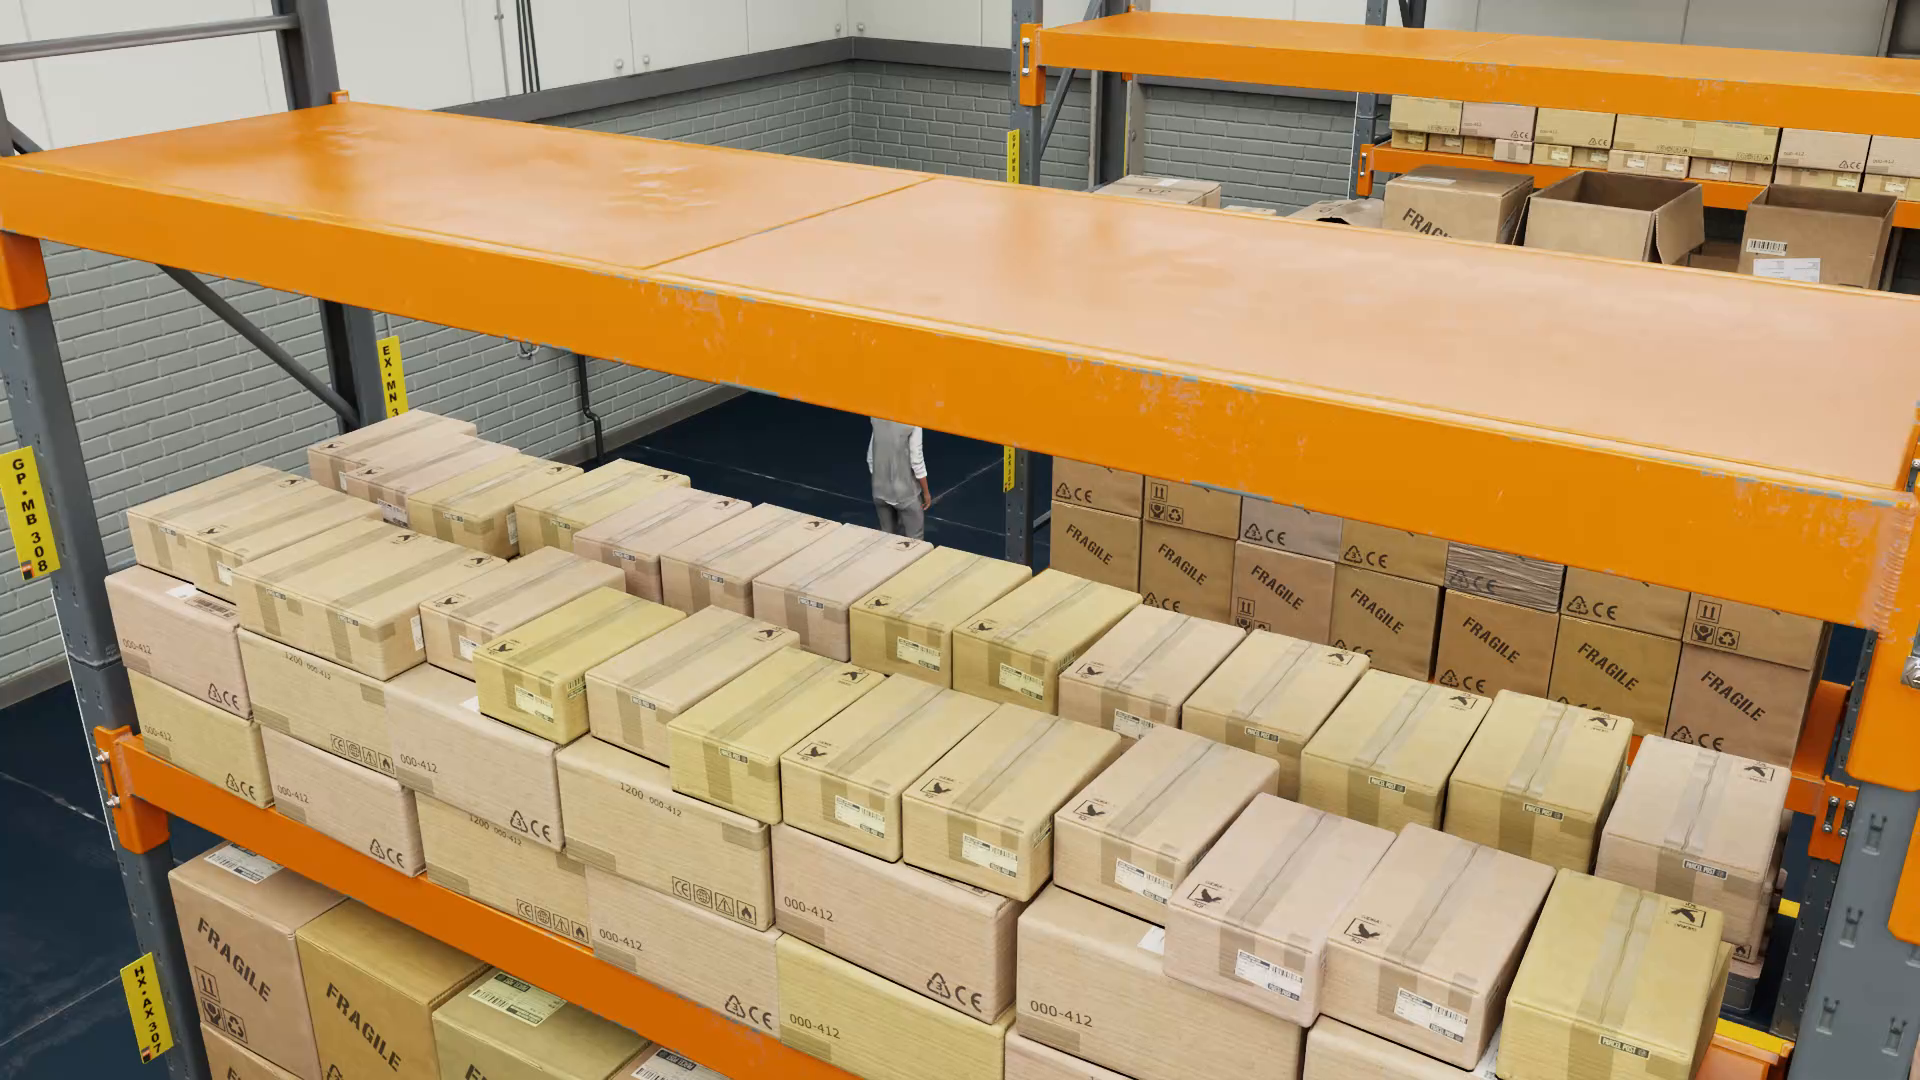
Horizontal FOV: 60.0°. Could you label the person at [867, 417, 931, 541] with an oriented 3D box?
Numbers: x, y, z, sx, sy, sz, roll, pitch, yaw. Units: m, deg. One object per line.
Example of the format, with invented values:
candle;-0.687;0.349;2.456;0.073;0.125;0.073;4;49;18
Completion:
person;-0.416;-0.324;11.301;0.462;1.593;0.343;14;27;29
